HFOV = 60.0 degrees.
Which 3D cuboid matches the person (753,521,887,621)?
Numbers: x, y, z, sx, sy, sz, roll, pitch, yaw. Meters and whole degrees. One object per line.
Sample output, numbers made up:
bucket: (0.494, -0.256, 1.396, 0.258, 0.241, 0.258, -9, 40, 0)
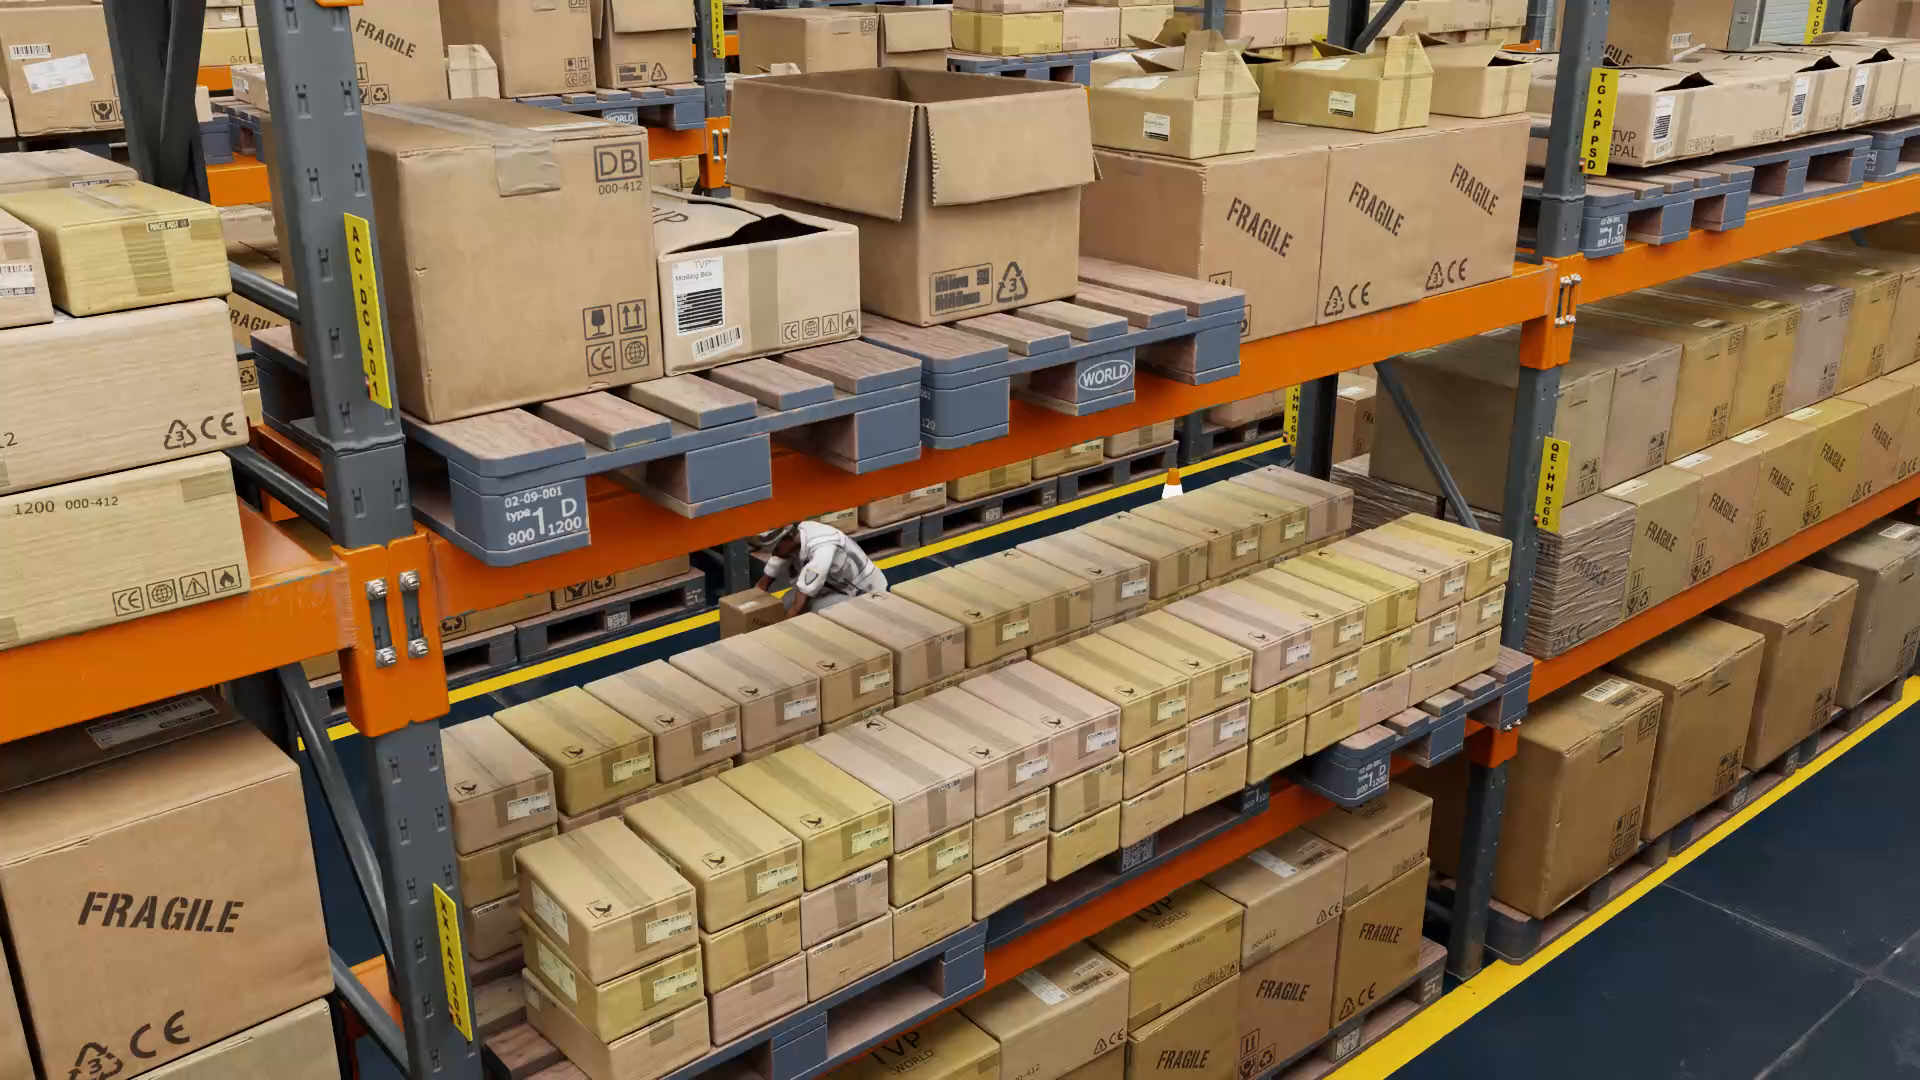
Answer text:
person: (-0.818, 0.240, 8.961, 0.882, 0.961, 0.476, -11, 24, -27)
